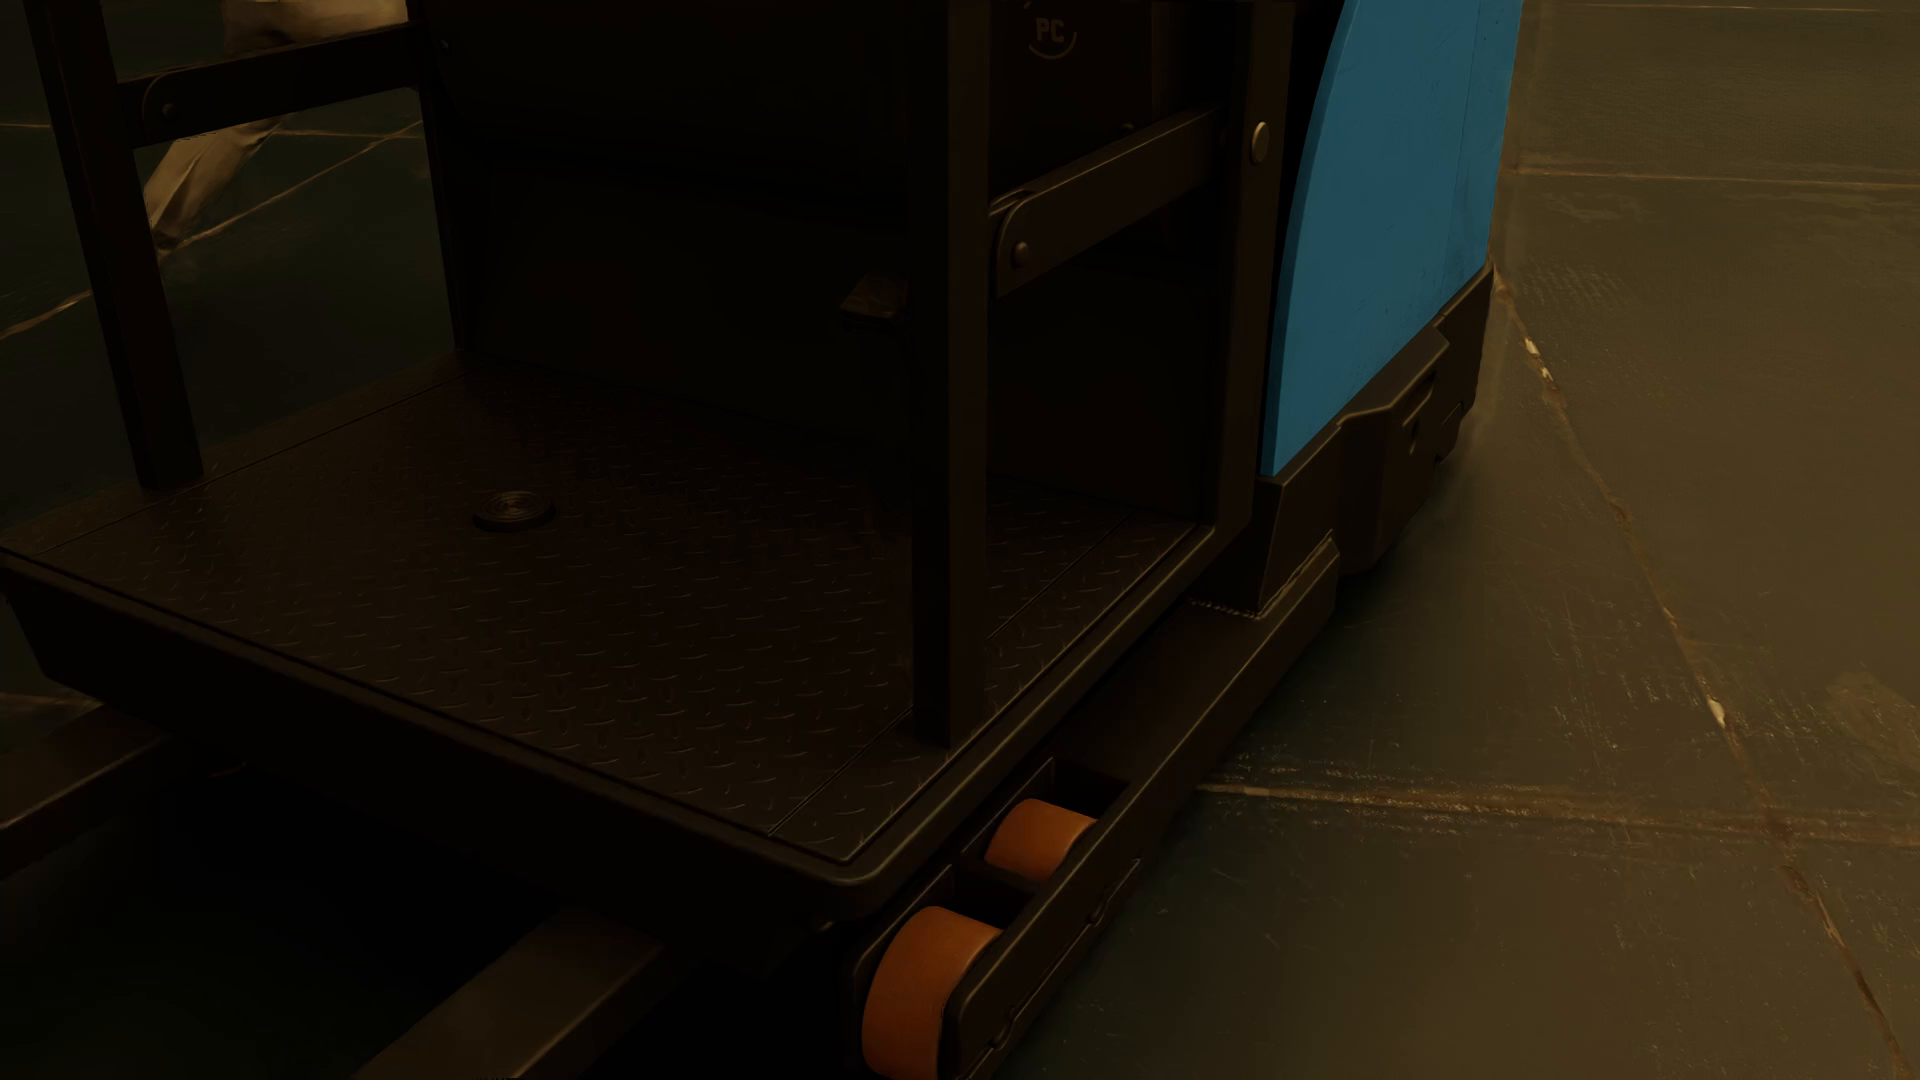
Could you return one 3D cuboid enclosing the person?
[{"bbox_3d":[-1.147,-1.135,3.123,1.229,1.471,0.800,17,31,30],"label":"person"}]

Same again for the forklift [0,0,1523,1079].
[{"bbox_3d":[-0.304,-1.045,1.312,1.130,2.935,3.031,15,30,27],"label":"forklift"}]
